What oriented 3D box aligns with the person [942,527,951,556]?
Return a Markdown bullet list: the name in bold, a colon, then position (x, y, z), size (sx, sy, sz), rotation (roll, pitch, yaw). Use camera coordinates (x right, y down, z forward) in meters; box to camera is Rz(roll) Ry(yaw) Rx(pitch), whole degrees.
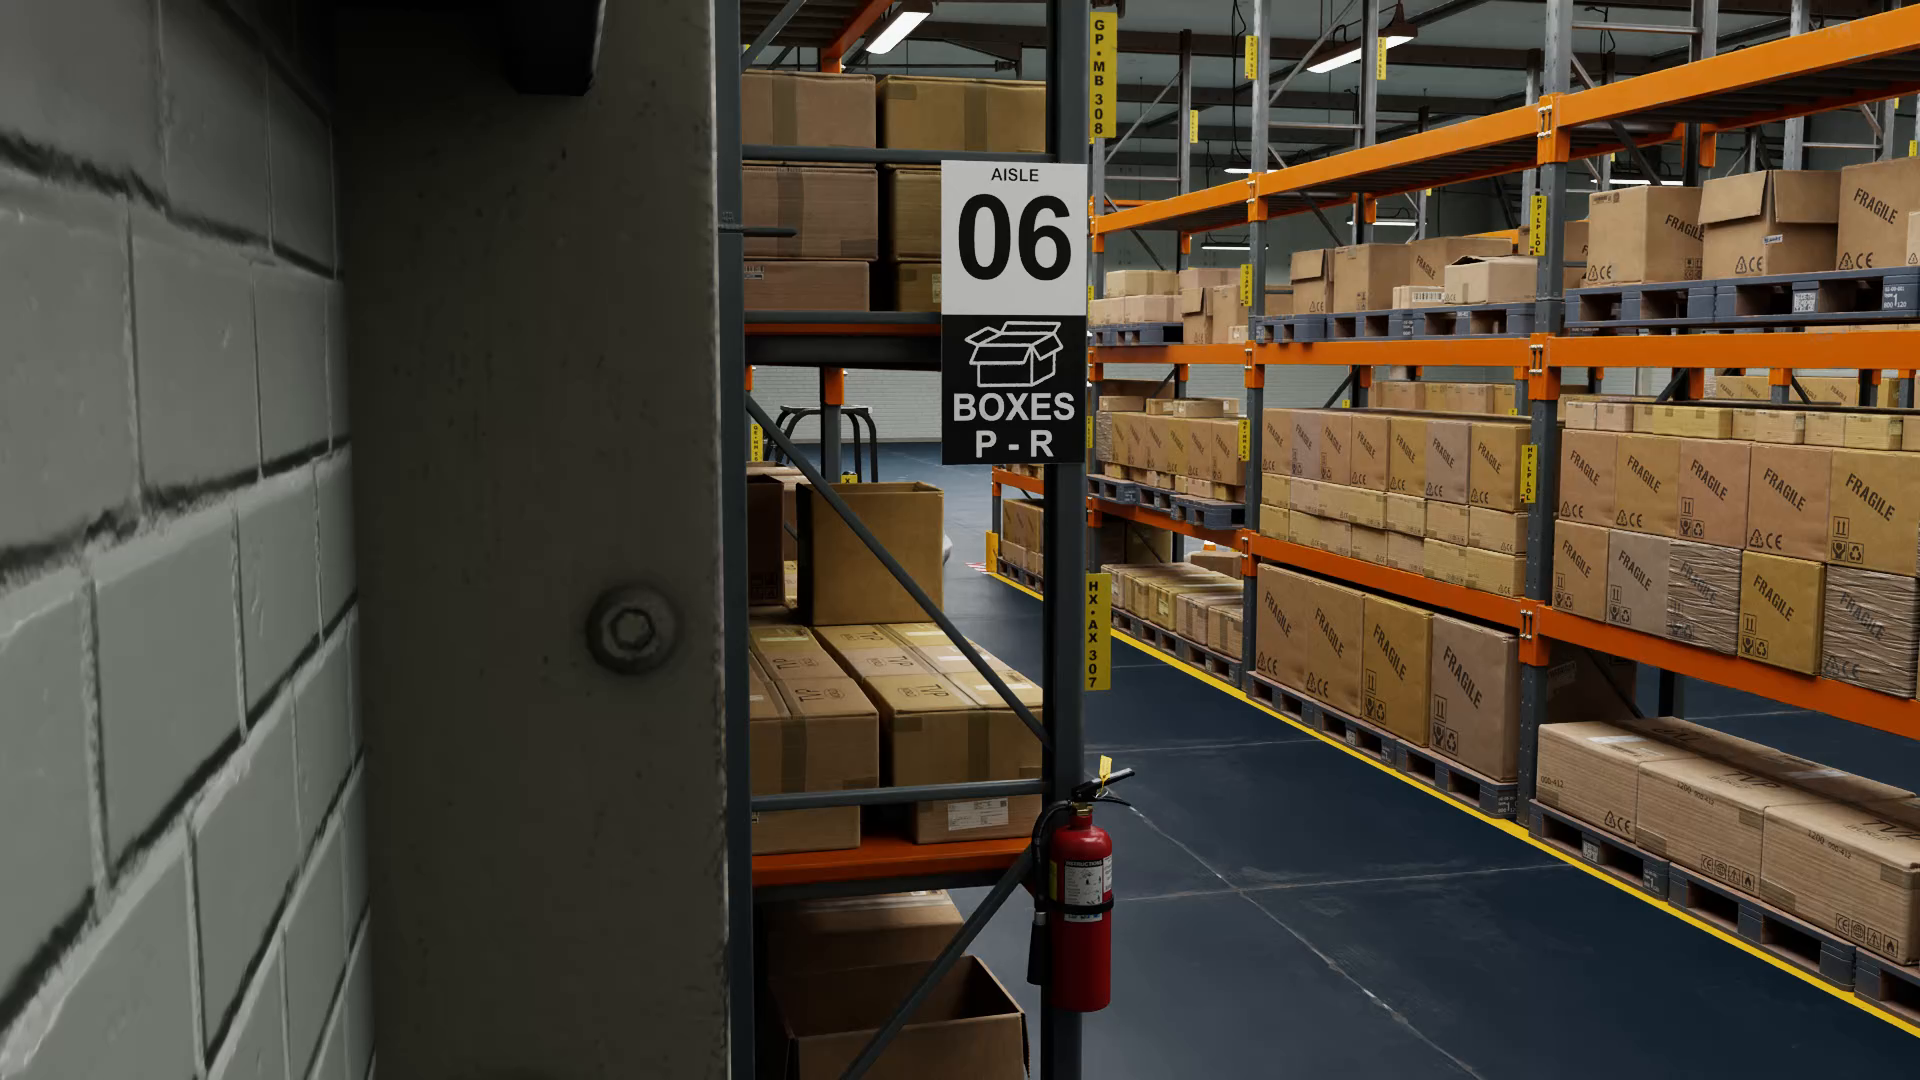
- **person**: position (-0.566, 0.254, 17.343), size (0.929, 1.110, 0.487), rotation (-2, 6, -16)
